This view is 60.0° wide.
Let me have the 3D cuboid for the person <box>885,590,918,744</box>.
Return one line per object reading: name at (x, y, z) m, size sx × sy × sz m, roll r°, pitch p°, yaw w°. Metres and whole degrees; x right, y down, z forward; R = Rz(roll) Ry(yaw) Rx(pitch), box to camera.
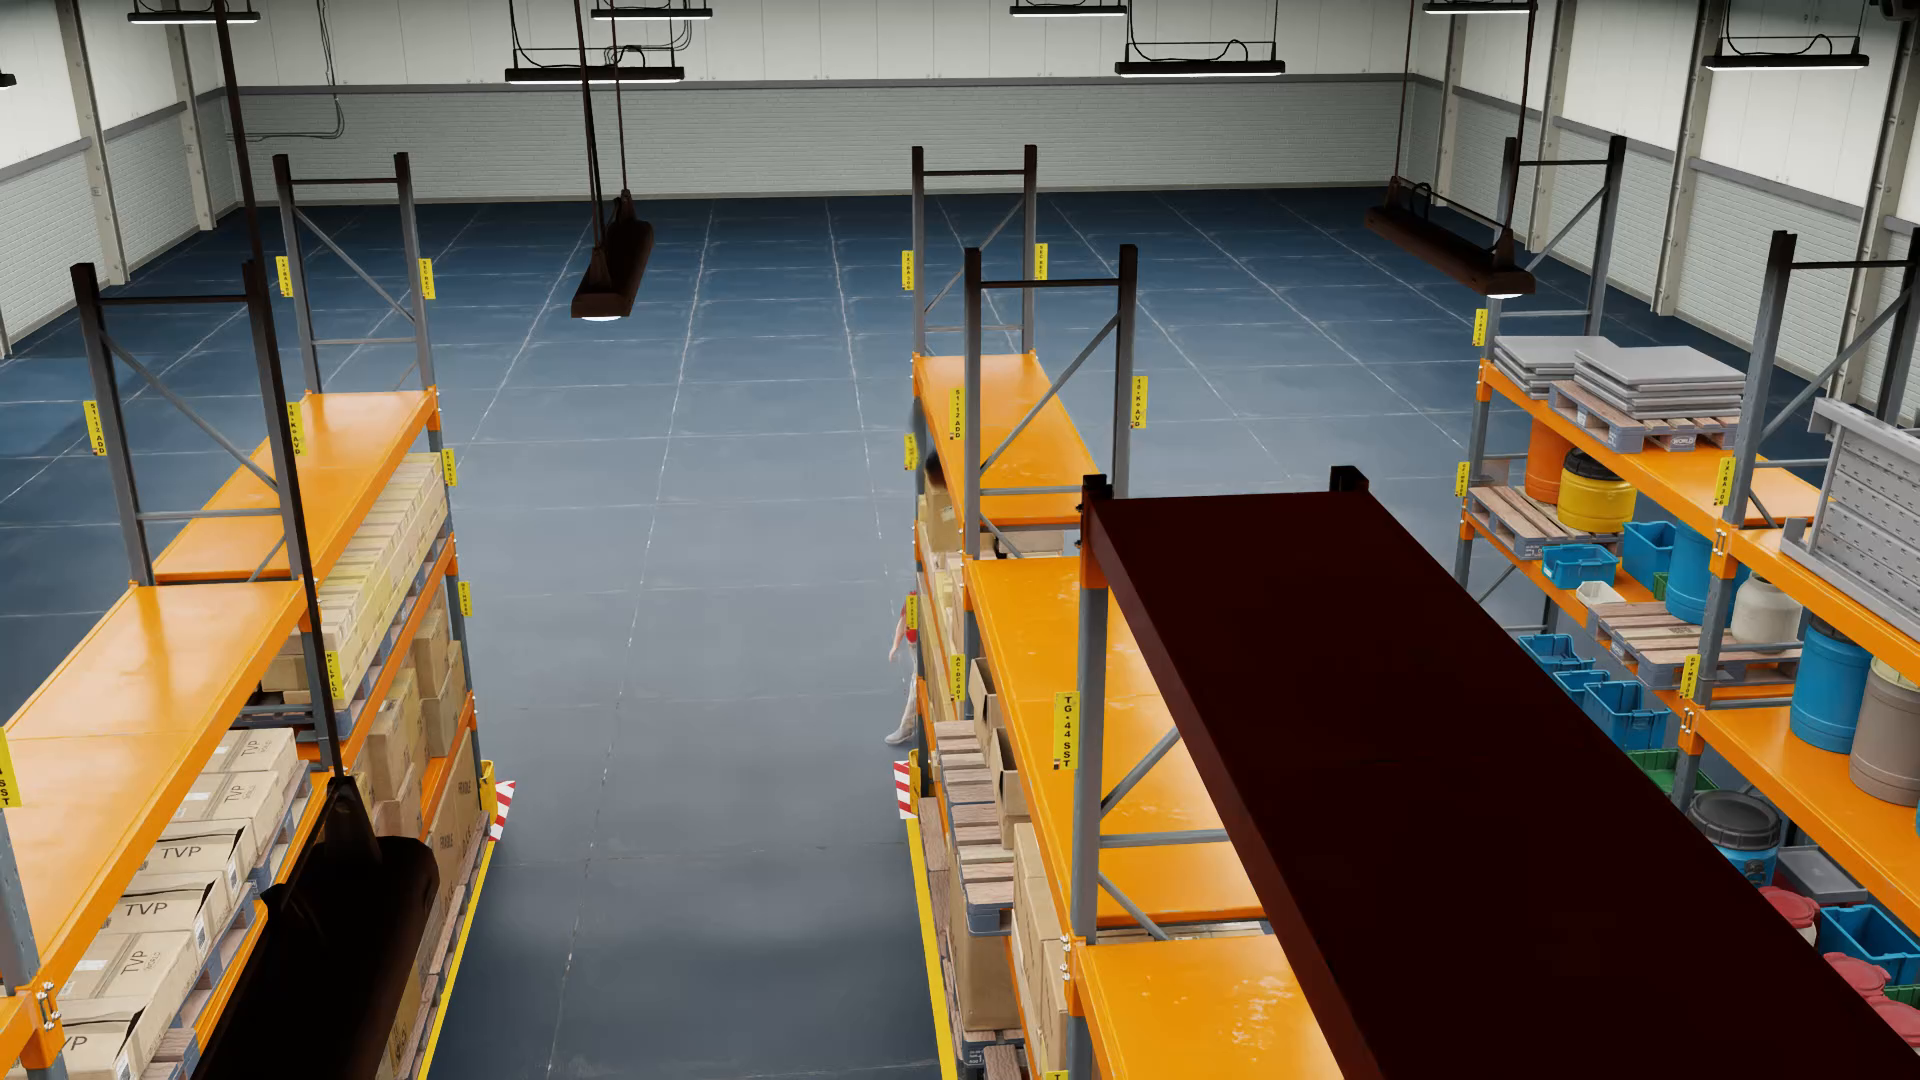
person at (-0.427, 1.099, 16.550) m, size 0.979 × 1.660 × 0.520 m, roll -14°, pitch 26°, yaw -31°
